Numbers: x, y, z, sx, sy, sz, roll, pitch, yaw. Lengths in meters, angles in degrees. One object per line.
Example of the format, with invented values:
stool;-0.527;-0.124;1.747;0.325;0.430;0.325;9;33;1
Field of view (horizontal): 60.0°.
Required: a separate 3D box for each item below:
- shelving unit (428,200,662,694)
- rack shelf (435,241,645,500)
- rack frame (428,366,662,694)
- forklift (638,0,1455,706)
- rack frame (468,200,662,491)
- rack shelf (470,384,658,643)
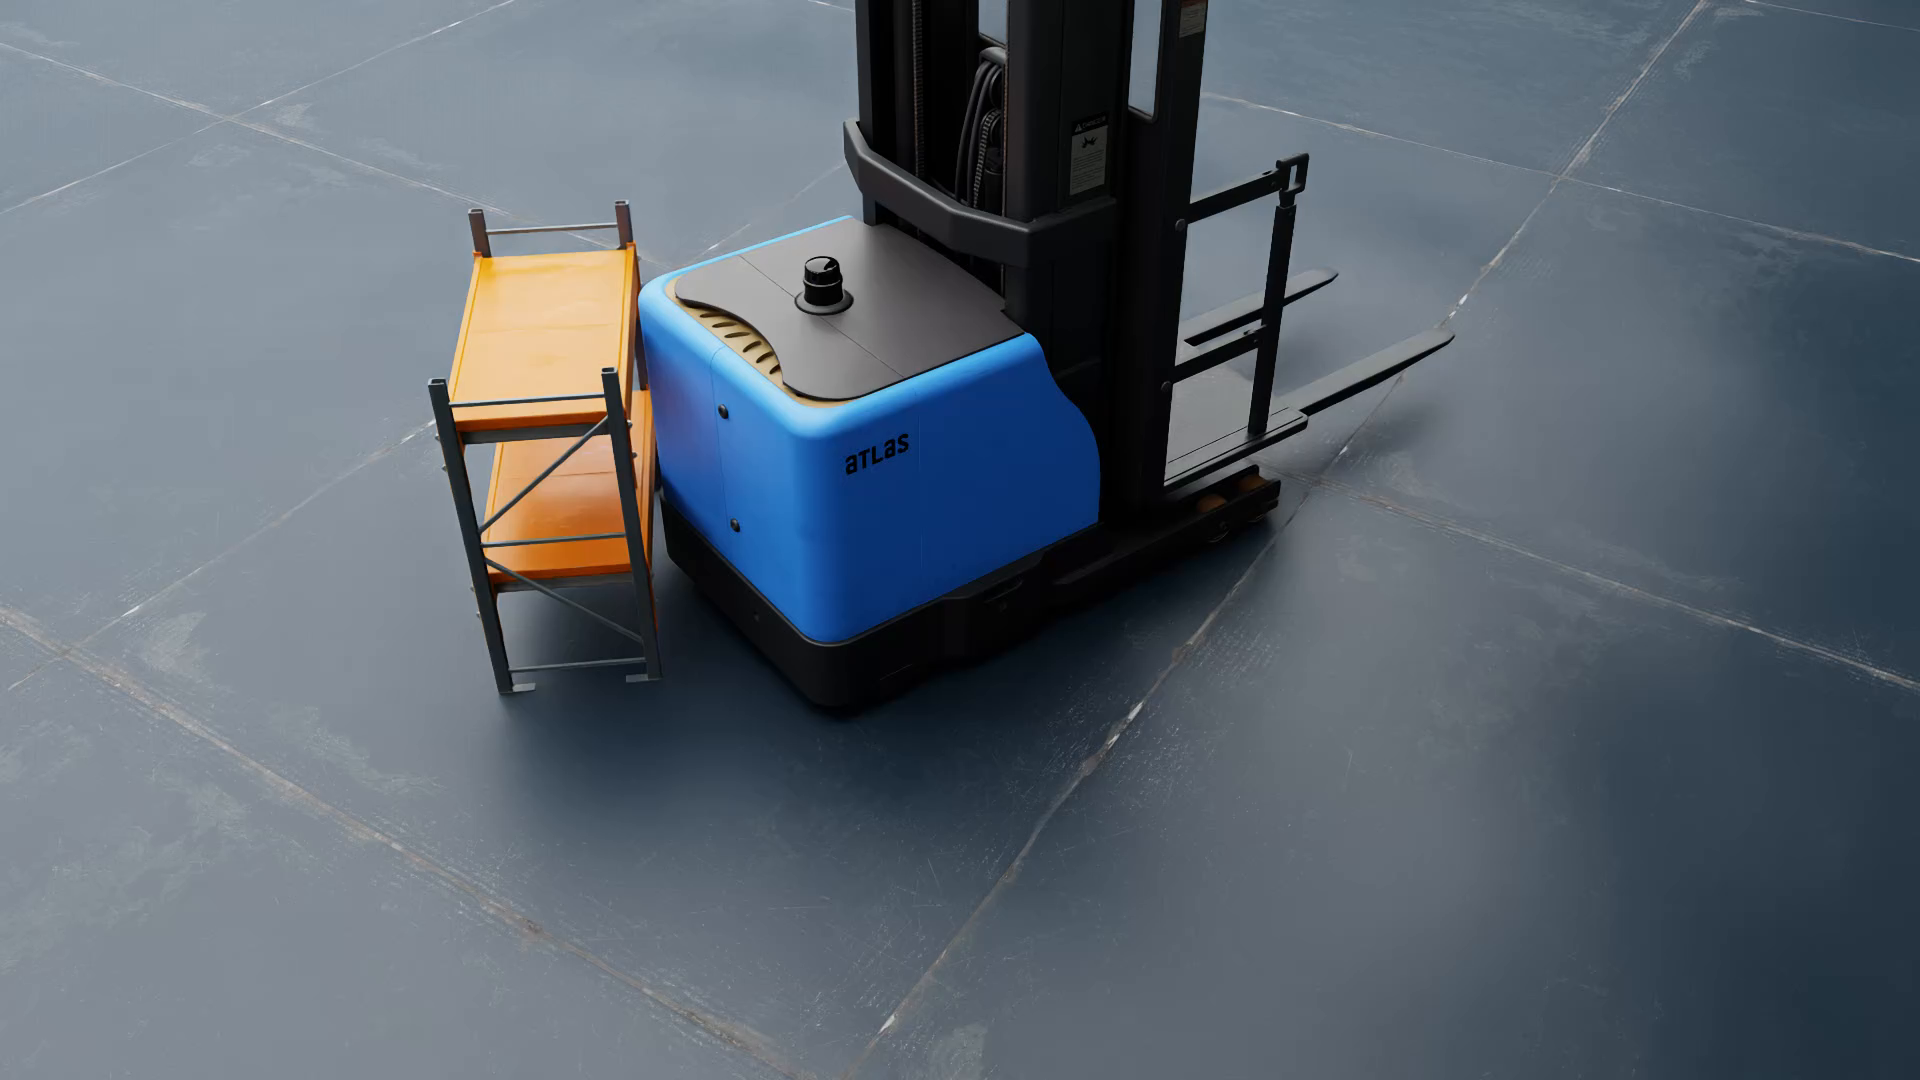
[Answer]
shelving unit;-1.242;-0.306;5.225;0.538;1.125;1.048;-4;38;-6
rack shelf;-1.242;-0.537;5.046;0.538;0.278;1.000;-4;38;-6
rack frame;-1.178;0.002;4.826;0.500;1.125;0.032;-4;38;-6
forklift;0.499;-1.388;5.150;3.031;2.935;1.130;-24;44;-28
rack frame;-1.306;-0.614;5.625;0.500;1.125;0.032;-4;38;-6
rack shelf;-1.242;-0.112;5.374;0.538;0.278;1.000;-4;38;-6
